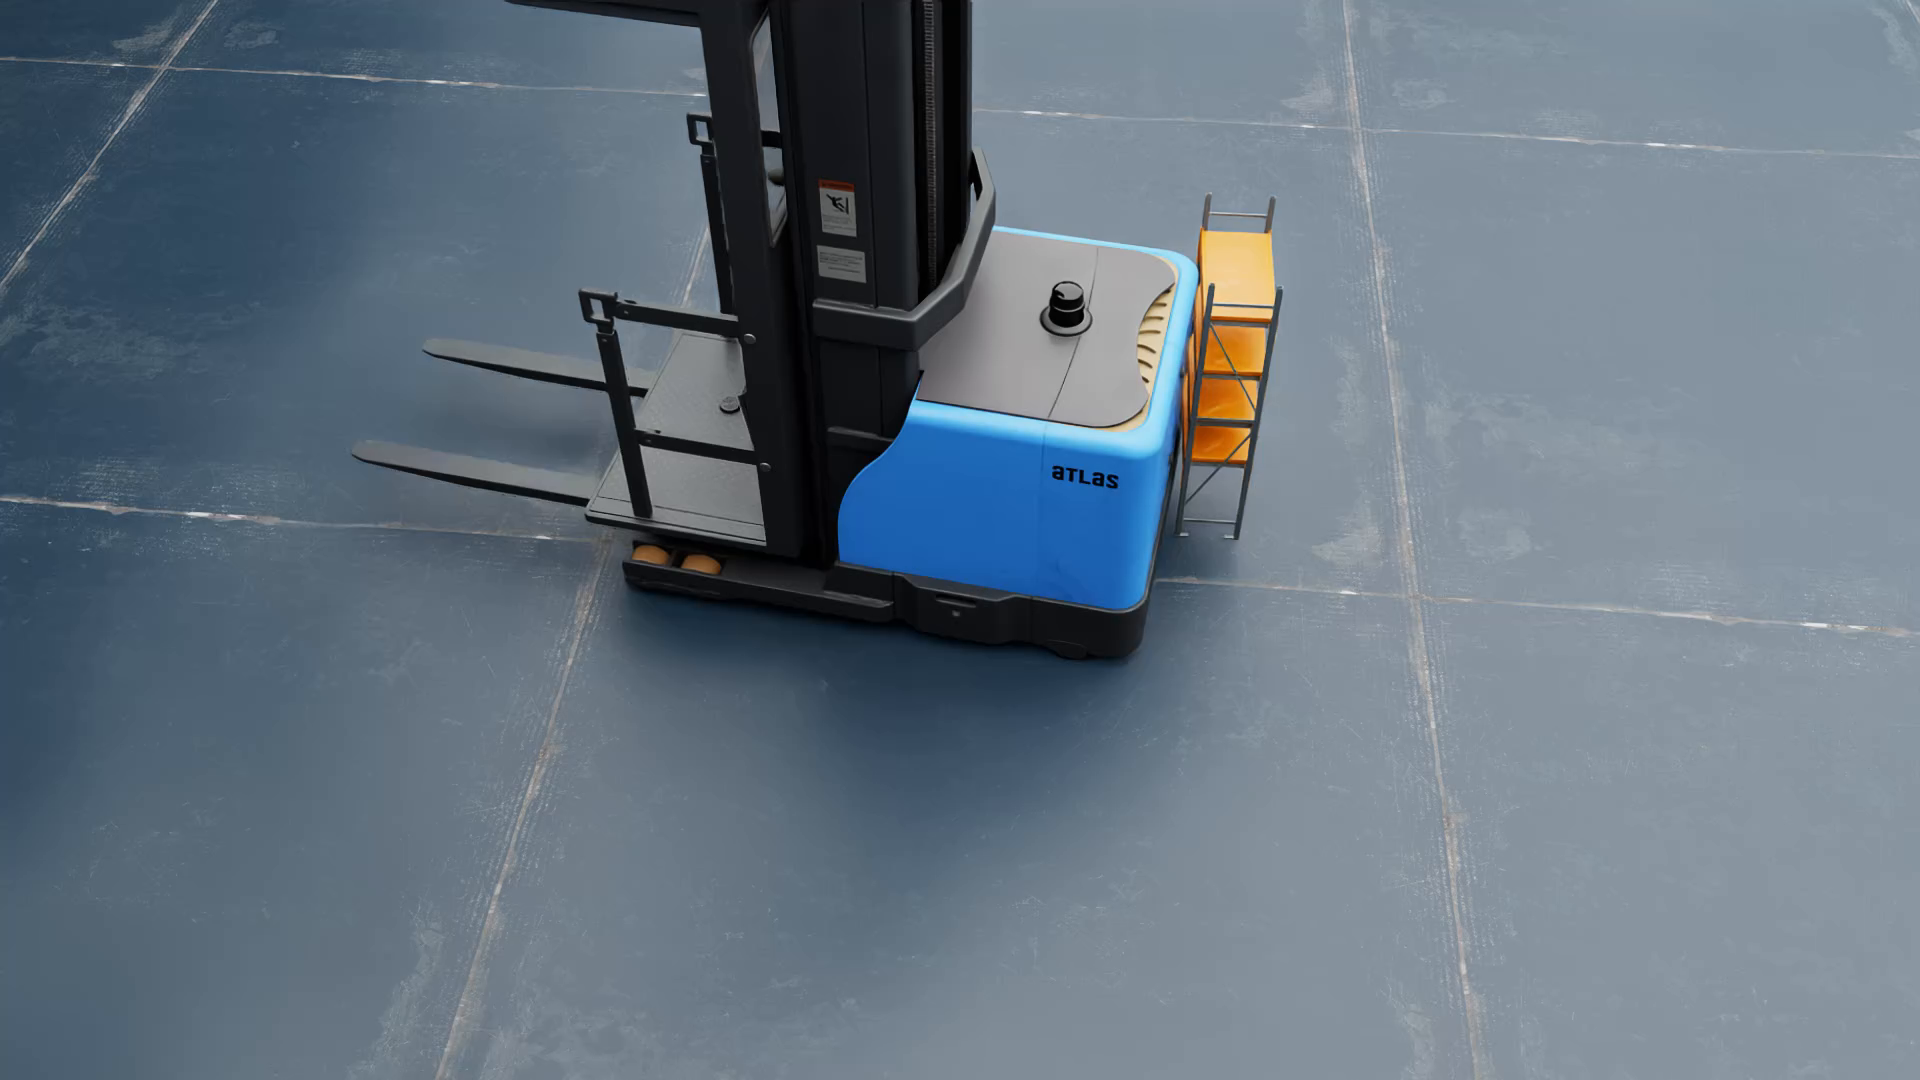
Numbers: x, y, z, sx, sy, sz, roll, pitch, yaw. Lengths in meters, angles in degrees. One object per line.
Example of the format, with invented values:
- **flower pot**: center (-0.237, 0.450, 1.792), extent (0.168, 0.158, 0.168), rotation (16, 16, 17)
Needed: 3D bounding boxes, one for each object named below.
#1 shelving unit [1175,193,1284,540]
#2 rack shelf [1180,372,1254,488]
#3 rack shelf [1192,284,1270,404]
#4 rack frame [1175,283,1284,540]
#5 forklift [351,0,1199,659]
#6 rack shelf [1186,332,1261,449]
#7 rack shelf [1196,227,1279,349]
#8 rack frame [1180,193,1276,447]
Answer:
- **shelving unit**: center (0.946, -0.596, 5.982), extent (0.258, 1.200, 0.503), rotation (3, 48, 3)
- **rack shelf**: center (0.947, -0.417, 6.178), extent (0.258, 0.148, 0.480), rotation (3, 48, 3)
- **rack shelf**: center (0.946, -0.702, 5.866), extent (0.258, 0.148, 0.480), rotation (3, 48, 3)
- **rack frame**: center (0.927, -0.417, 5.818), extent (0.240, 1.200, 0.015), rotation (3, 48, 3)
- **forklift**: center (-0.742, -1.148, 5.314), extent (3.031, 2.935, 1.130), rotation (10, 48, 9)
- **rack shelf**: center (0.946, -0.551, 6.032), extent (0.258, 0.148, 0.480), rotation (3, 48, 3)
- **rack shelf**: center (0.945, -0.862, 5.692), extent (0.258, 0.148, 0.480), rotation (3, 48, 3)
- **rack frame**: center (0.965, -0.776, 6.146), extent (0.240, 1.200, 0.015), rotation (3, 48, 3)
